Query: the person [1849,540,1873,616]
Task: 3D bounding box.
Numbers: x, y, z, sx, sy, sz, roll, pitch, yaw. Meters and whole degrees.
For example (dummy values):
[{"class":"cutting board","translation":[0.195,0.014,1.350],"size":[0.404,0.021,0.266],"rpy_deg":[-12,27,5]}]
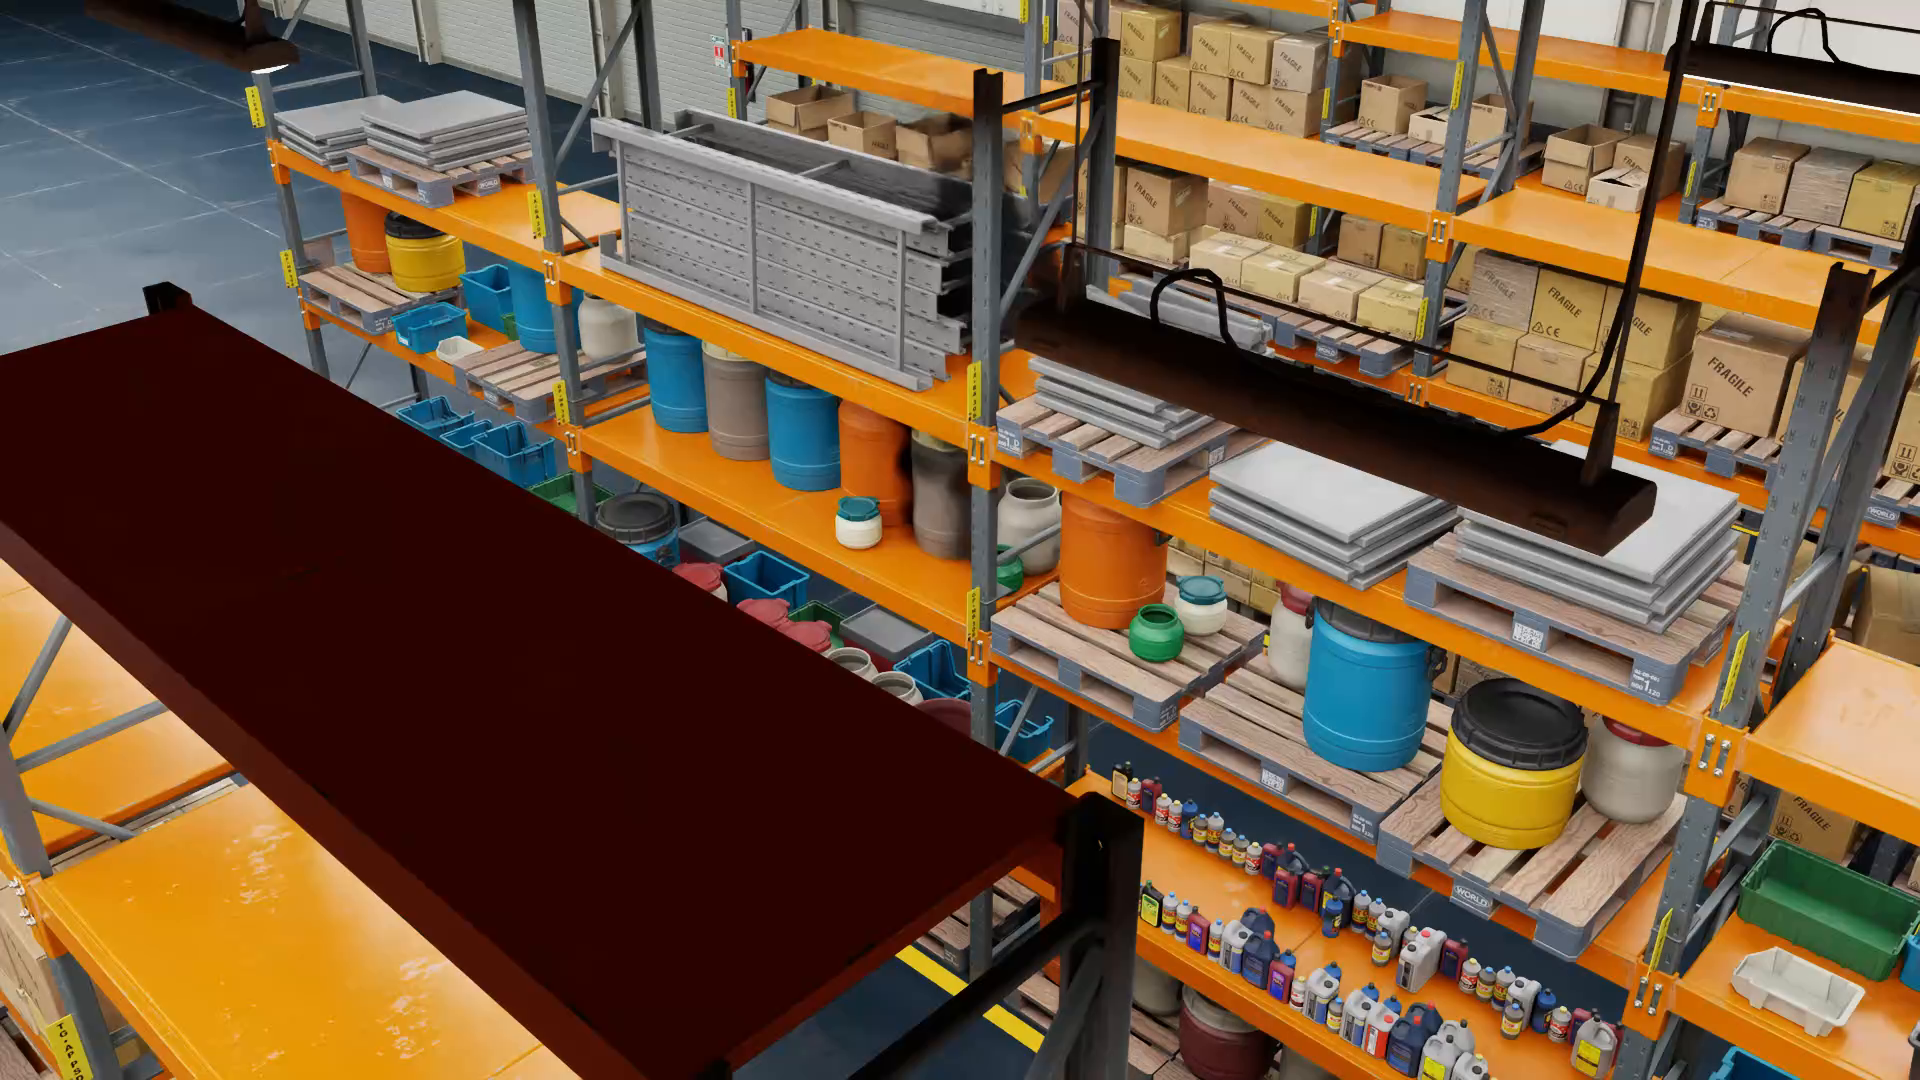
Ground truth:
[{"class":"person","translation":[7.628,0.086,14.378],"size":[0.566,1.686,0.658],"rpy_deg":[24,37,36]}]
